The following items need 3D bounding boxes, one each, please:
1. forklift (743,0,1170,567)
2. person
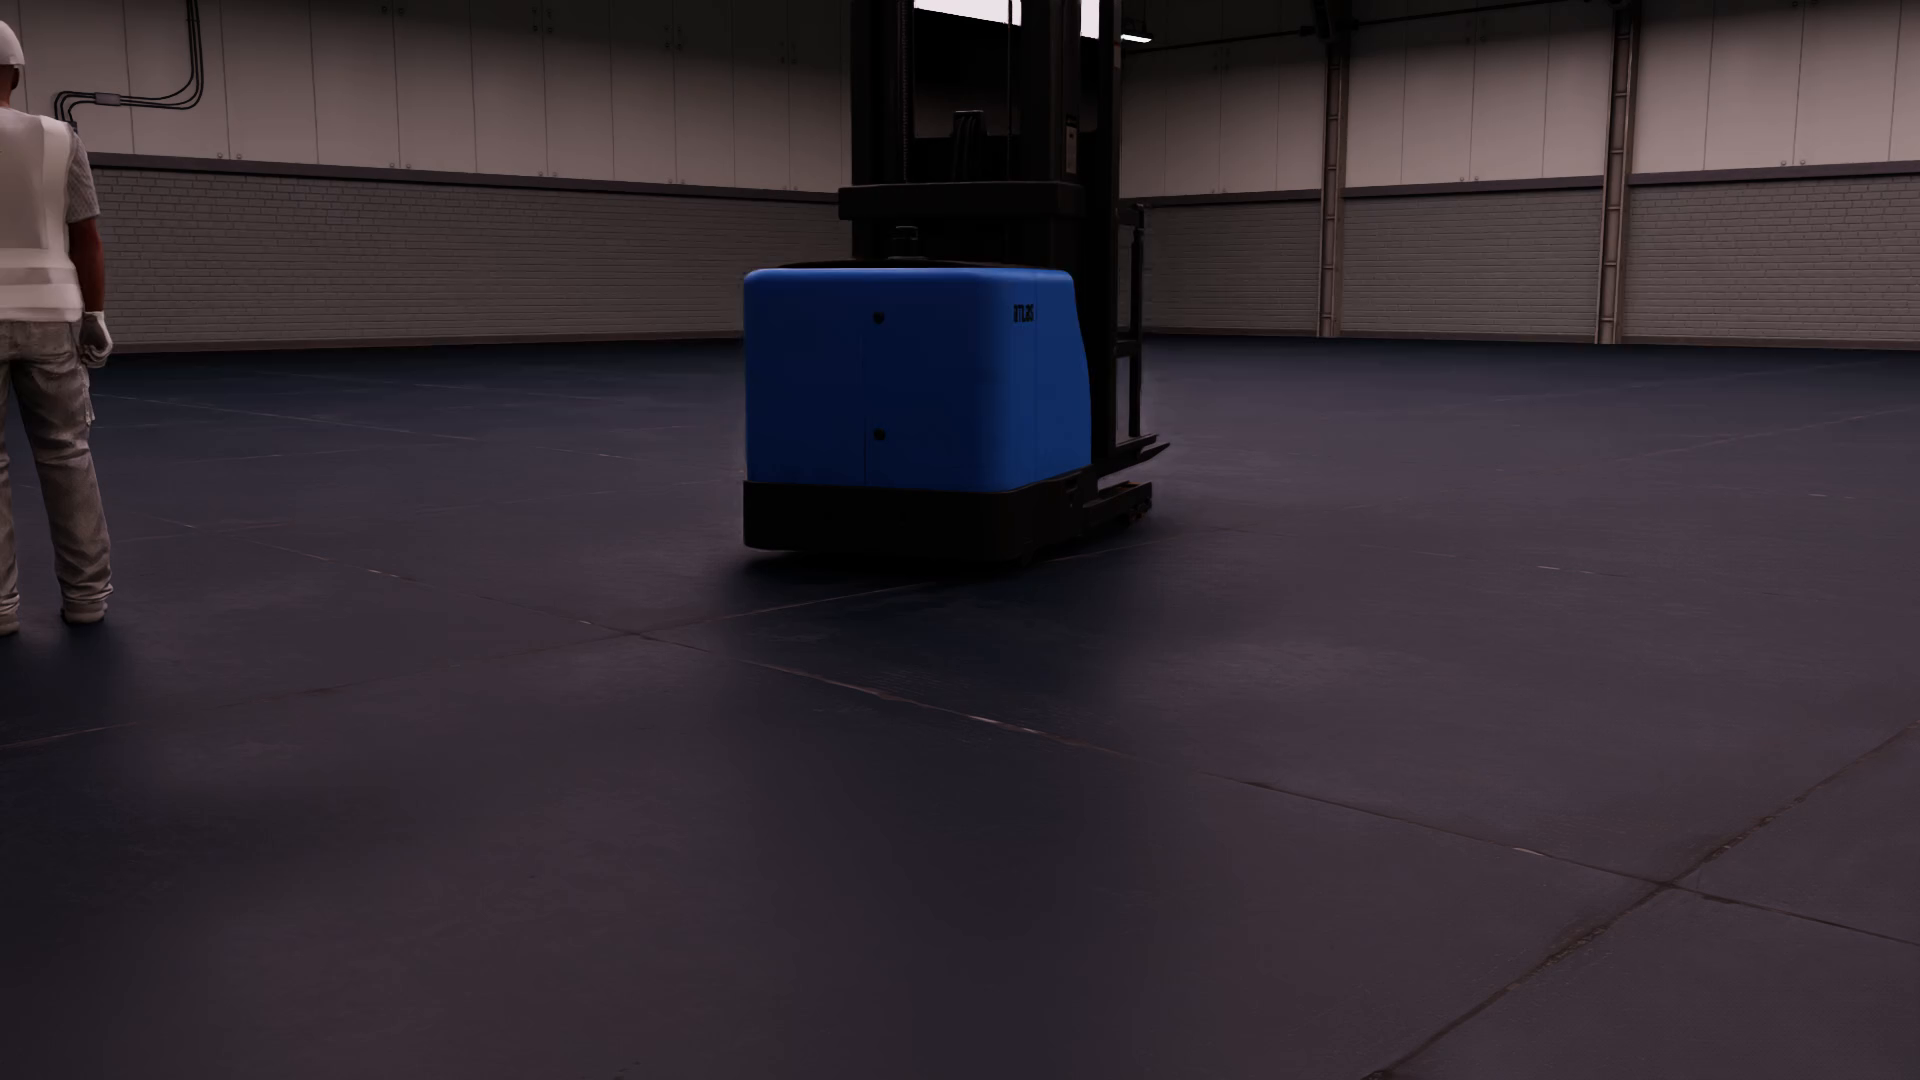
[{"bbox_3d":[0.210,-1.536,7.072,1.130,2.935,3.031,3,9,21],"label":"forklift"},{"bbox_3d":[-2.814,-0.628,4.892,0.566,1.789,0.370,-7,11,-41],"label":"person"}]
